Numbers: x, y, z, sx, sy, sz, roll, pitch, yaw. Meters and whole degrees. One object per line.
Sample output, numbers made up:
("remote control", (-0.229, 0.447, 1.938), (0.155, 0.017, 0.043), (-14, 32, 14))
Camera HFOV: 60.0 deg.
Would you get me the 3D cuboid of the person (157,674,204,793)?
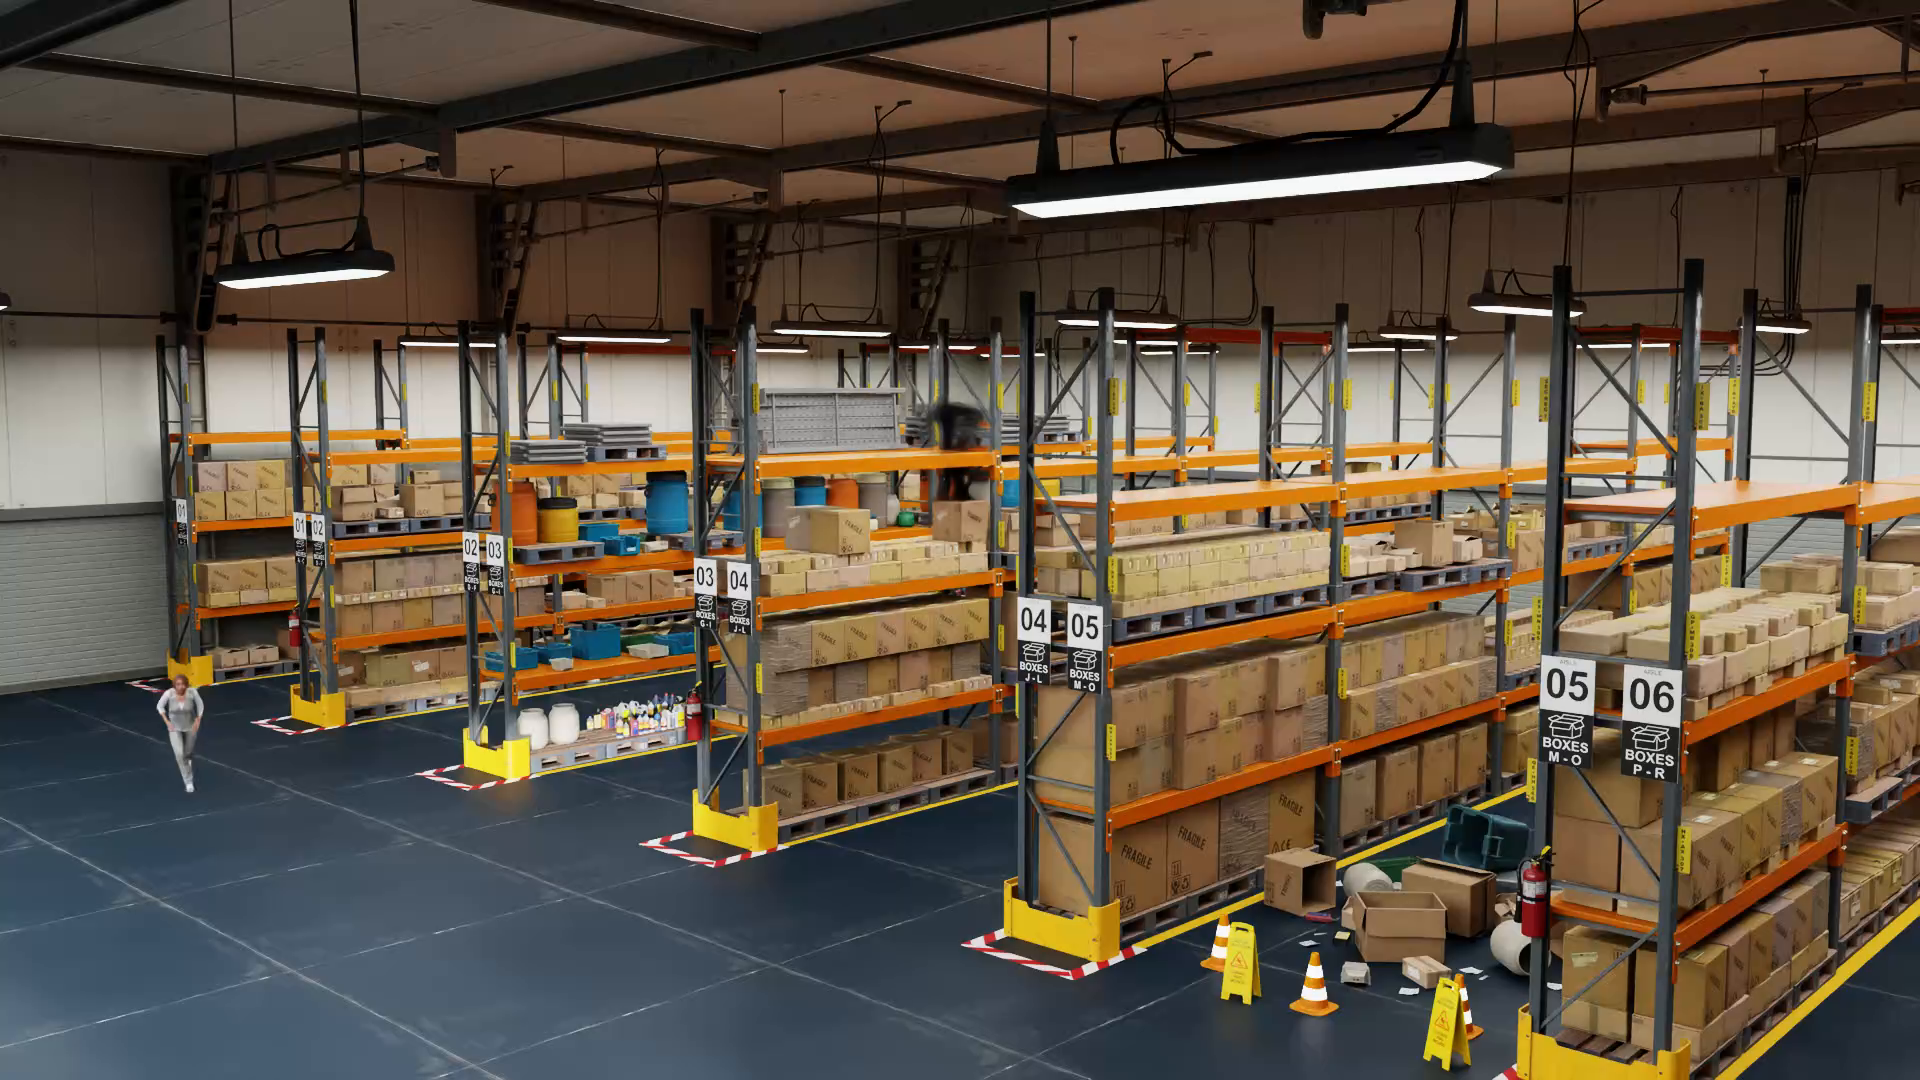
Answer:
("person", (-9.949, 2.431, 21.266), (0.539, 1.548, 0.824), (-2, 6, -20))
